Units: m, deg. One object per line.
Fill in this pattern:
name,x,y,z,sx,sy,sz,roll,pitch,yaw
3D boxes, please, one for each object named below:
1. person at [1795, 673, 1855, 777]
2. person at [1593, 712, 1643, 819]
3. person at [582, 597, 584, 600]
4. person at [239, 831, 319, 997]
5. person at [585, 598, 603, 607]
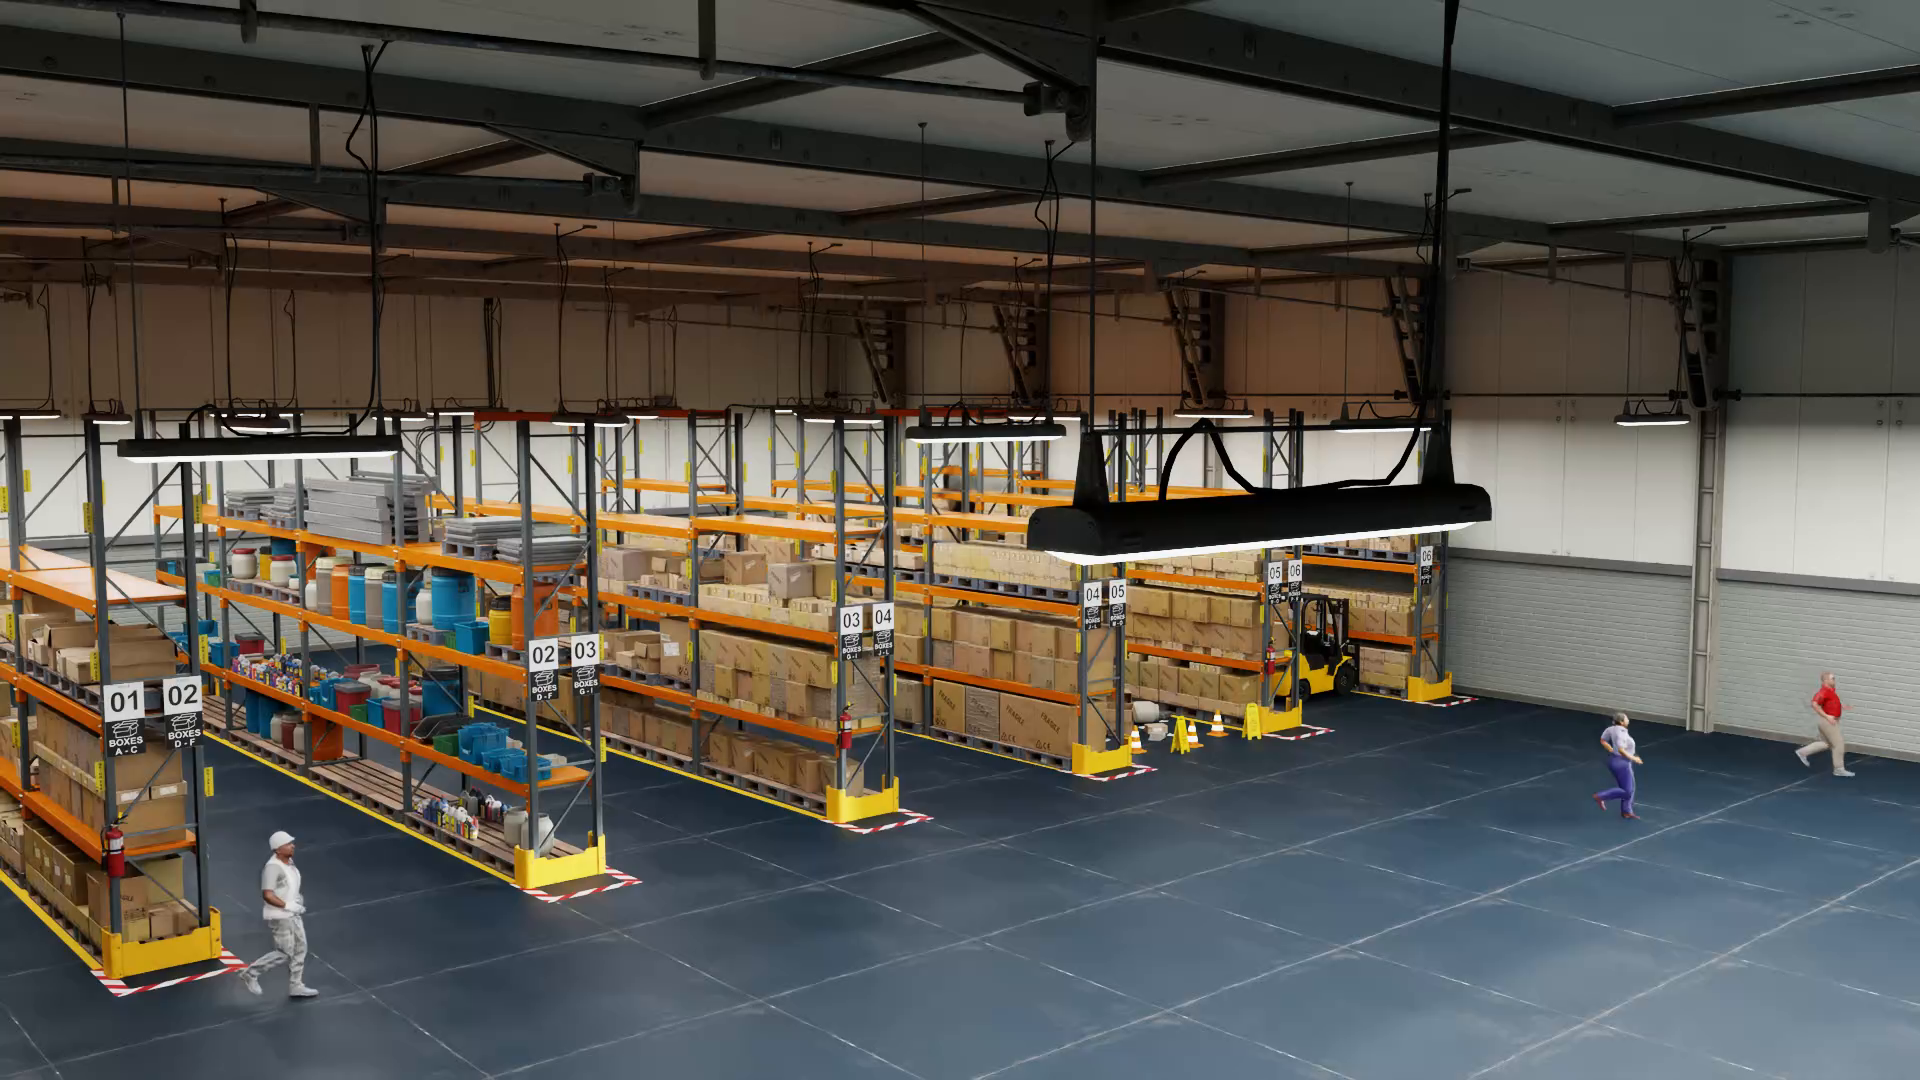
person,14.414,3.047,27.638,0.900,1.696,0.674,3,6,31
person,9.790,3.367,24.782,0.764,1.631,0.616,0,5,1
person,-8.707,2.150,37.972,0.613,1.753,0.673,-2,6,-26
person,-7.146,3.925,17.427,0.758,1.772,0.708,-1,5,-8
person,-9.166,1.914,41.023,0.853,1.673,0.802,-2,5,-22
